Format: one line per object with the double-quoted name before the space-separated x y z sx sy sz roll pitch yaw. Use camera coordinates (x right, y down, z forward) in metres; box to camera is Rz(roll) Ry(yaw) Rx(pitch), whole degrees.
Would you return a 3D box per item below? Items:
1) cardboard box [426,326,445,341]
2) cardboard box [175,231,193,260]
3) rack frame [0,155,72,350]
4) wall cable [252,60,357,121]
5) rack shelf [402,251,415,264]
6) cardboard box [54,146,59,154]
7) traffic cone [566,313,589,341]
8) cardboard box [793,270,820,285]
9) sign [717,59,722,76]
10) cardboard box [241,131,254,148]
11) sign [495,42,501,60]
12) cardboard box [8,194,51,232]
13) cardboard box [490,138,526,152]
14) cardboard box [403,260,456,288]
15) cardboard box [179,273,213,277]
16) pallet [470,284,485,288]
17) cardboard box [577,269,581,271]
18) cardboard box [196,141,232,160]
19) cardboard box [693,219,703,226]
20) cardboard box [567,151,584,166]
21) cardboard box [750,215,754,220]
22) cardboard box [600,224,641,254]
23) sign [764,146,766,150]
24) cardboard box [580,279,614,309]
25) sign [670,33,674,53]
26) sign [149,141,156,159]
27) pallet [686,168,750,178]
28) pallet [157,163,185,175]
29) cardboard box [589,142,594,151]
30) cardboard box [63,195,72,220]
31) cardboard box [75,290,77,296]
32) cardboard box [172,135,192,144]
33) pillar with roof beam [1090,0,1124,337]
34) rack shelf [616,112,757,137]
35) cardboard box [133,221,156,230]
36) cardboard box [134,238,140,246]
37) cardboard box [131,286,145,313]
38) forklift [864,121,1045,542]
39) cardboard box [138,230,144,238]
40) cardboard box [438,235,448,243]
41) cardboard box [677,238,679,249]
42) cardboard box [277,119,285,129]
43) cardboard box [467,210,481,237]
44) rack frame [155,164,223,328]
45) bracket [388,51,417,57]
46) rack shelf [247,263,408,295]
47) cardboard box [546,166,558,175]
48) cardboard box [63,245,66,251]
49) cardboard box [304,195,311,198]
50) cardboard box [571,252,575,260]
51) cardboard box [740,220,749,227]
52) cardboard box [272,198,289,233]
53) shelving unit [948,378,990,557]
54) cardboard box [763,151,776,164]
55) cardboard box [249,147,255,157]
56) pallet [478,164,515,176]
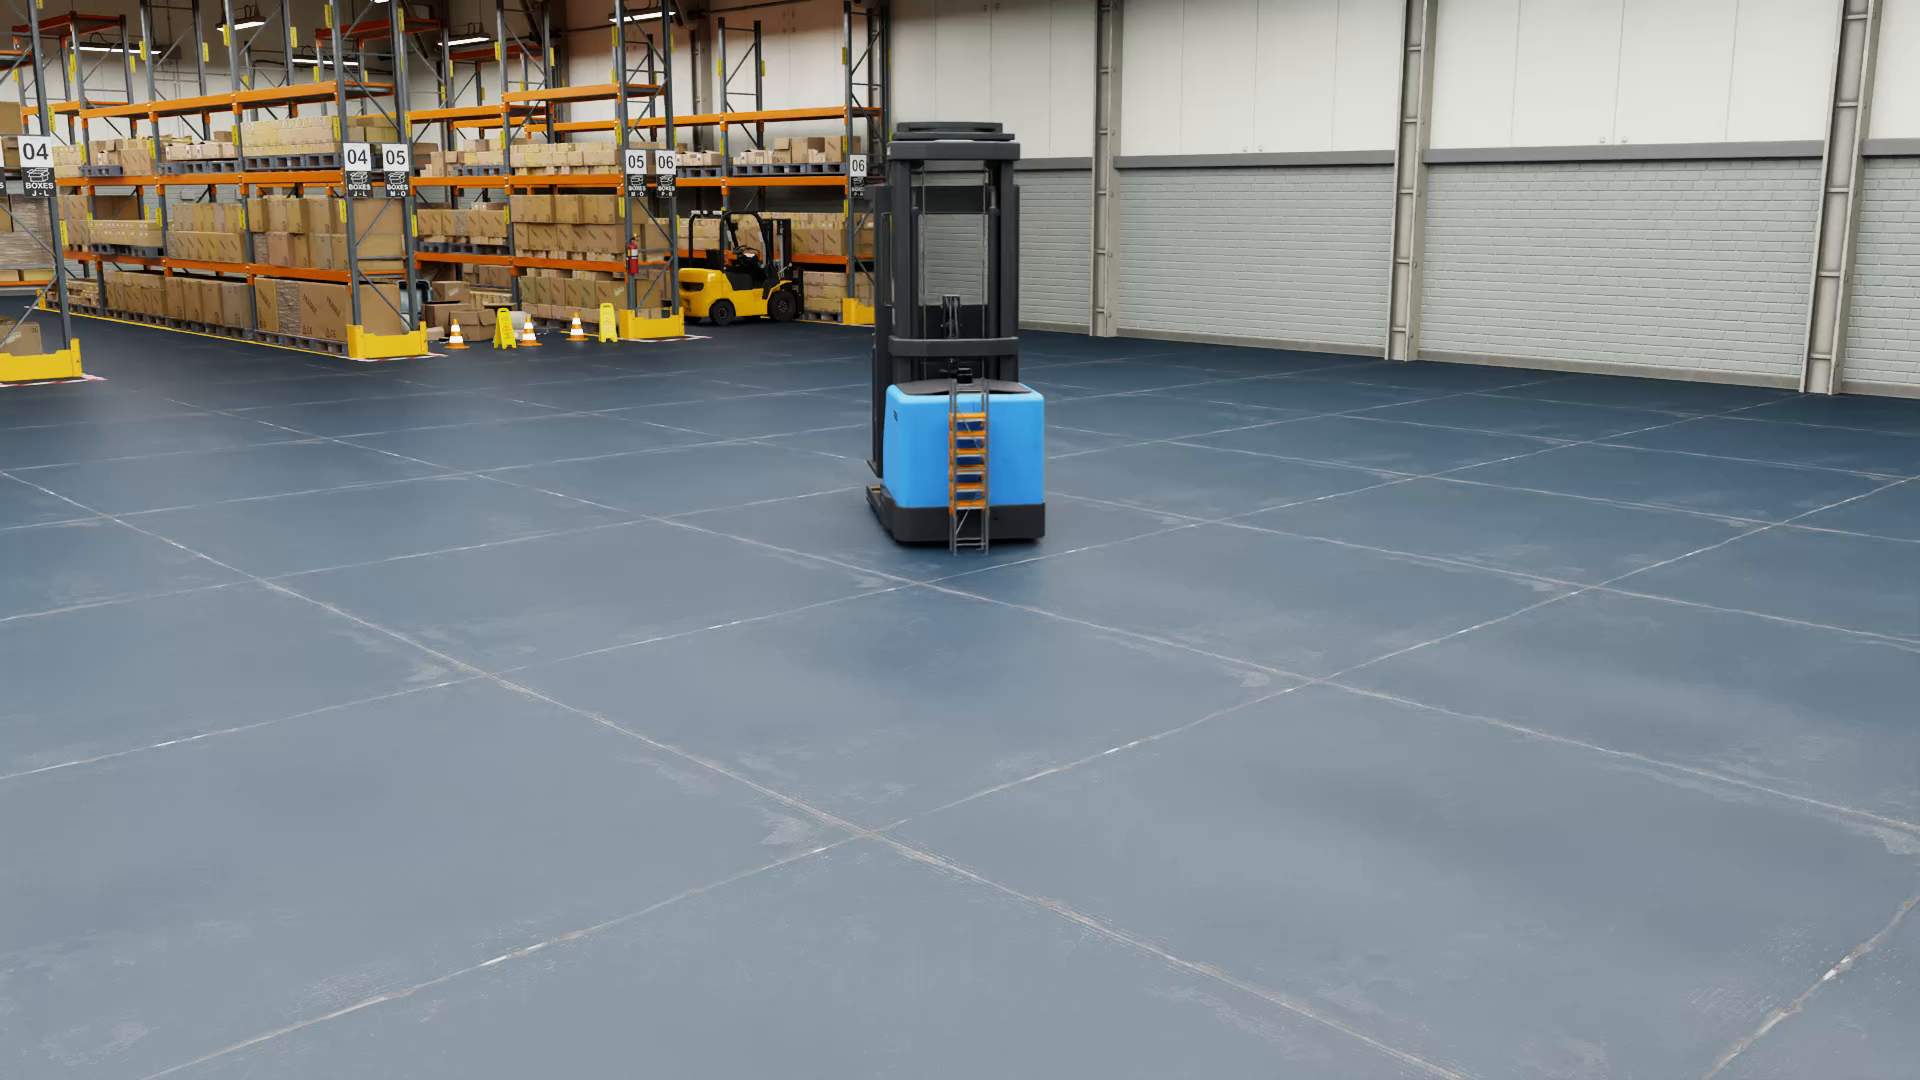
"cardboard box" -9.115 -3.582 28.640 0.396 0.266 0.258 -8 14 -33
"cardboard box" -13.929 -5.371 30.300 0.500 0.500 0.500 -11 16 -43
"rack frame" -12.529 -3.655 22.219 1.000 3.000 0.127 -11 16 -43
"wall cable" -17.957 -11.606 45.850 2.988 3.039 0.133 -11 16 -43
"rack shelf" -12.268 -6.143 36.078 1.077 0.370 4.000 -11 16 -43
"cardboard box" -18.675 -8.145 34.725 0.380 0.149 0.250 -11 16 -44
"traffic cone" -6.592 -3.677 28.610 0.336 0.463 0.334 -11 16 -43
"cardboard box" -3.031 -5.247 33.240 0.500 0.250 0.500 -11 16 -42
"sign" -4.921 -9.669 34.032 0.100 0.325 0.005 -11 16 -43
"cardboard box" -11.499 -6.601 27.430 0.500 0.250 0.500 -11 16 -42
"sign" -8.522 -9.015 30.660 0.100 0.325 0.005 -11 16 -43
"cardboard box" -12.712 -4.458 22.652 0.500 0.500 0.500 -11 16 -43
"cardboard box" -8.617 -7.533 31.699 0.500 0.250 0.500 -10 16 -41
"cardboard box" -11.303 -5.481 35.306 0.875 0.875 0.875 -11 16 -43
"cardboard box" -14.698 -4.982 31.955 0.500 0.250 0.500 11 16 43
"pallet" -12.220 -6.570 43.279 1.003 0.211 1.213 -11 16 -43
"cardboard box" -8.852 -6.472 39.438 0.380 0.149 0.250 -11 16 -42
"cardboard box" -13.004 -6.821 29.082 0.500 0.311 0.500 11 16 43
"cardboard box" -5.533 -6.796 35.608 0.250 0.149 0.380 11 16 43
"cardboard box" -6.618 -6.763 29.506 0.500 0.250 0.500 -10 16 -41
"cardboard box" -4.103 -6.675 34.284 0.380 0.149 0.250 -11 16 -44
"cardboard box" -5.936 -5.272 29.080 0.500 0.500 0.500 -11 16 -44
"sign" -4.136 -8.151 35.129 0.100 0.325 0.005 -11 16 -43
"cardboard box" -6.467 -4.419 29.840 0.500 0.500 0.500 -10 15 -40
"sign" -4.969 -8.546 28.581 0.100 0.325 0.005 -11 16 -43
"sign" -14.791 -7.146 30.449 0.100 0.325 0.005 -11 16 -43
"pallet" -5.155 -7.814 35.448 1.217 0.209 0.805 11 16 43
"pallet" -13.914 -6.789 30.465 1.213 0.211 1.003 -10 15 -40
"cardboard box" -6.287 -6.903 29.195 0.380 0.149 0.250 -11 16 -42
"cardboard box" -18.384 -6.949 34.746 0.500 0.500 0.500 -10 16 -41
"cardboard box" -18.617 -5.286 35.420 0.380 0.149 0.250 -10 15 -40
"cardboard box" -14.833 -7.565 31.617 0.396 0.266 0.258 -11 16 -43
"pillar with roof beam" -0.574 -7.418 25.617 9.100 9.000 0.400 -11 16 -43
"rack shelf" -5.918 -8.994 36.039 1.077 0.370 4.000 -11 16 -43
"cardboard box" -15.420 -5.956 31.494 0.380 0.149 0.250 -10 15 -41
"cardboard box" -15.418 -5.664 31.550 0.380 0.149 0.250 -11 16 -42
"cardboard box" -15.773 -4.691 32.402 0.500 0.500 0.500 11 16 43
"forklift" -0.138 -1.667 12.740 1.130 2.935 3.031 -2 12 -9
"cardboard box" -15.253 -5.775 31.352 0.380 0.149 0.250 -10 15 -40
"cardboard box" -10.295 -6.078 33.559 0.380 0.149 0.250 -11 16 -42
"cardboard box" -6.108 -6.499 36.396 0.500 0.250 0.500 -10 15 -41
"cardboard box" -10.578 -6.584 26.360 0.380 0.149 0.250 -11 16 -43
"cardboard box" -9.305 -6.204 32.565 0.500 0.500 0.500 -10 15 -41
"rack frame" -14.397 -5.499 31.169 1.000 3.000 0.127 -11 16 -43
"bracket" -16.507 -13.703 47.200 0.076 0.066 5.218 -11 16 -43
"rack shelf" -10.253 -4.271 26.991 1.077 0.370 4.000 -11 16 -43
"cardboard box" -7.259 -6.686 30.119 0.380 0.149 0.250 -11 16 -44
"cardboard box" -18.821 -6.230 35.340 0.380 0.149 0.250 -10 15 -41
"cardboard box" -14.747 -7.802 38.012 0.380 0.149 0.250 -11 16 -43
"cardboard box" -6.816 -5.164 30.163 0.380 0.149 0.250 -11 16 -43
"cardboard box" -4.327 -6.558 34.453 0.380 0.149 0.250 -10 16 -41
"cardboard box" -10.667 -5.297 27.140 0.875 0.550 0.550 -11 16 -43
"shelving unit" 0.062 -0.496 11.344 0.258 1.200 0.189 -2 12 -9
"cardboard box" -3.731 -7.711 33.517 0.258 0.266 0.396 11 16 44
"cardboard box" -11.449 -6.378 27.336 0.380 0.149 0.250 -11 16 -42
"pallet" -8.474 -7.102 31.981 1.213 0.211 1.003 -11 16 -43
